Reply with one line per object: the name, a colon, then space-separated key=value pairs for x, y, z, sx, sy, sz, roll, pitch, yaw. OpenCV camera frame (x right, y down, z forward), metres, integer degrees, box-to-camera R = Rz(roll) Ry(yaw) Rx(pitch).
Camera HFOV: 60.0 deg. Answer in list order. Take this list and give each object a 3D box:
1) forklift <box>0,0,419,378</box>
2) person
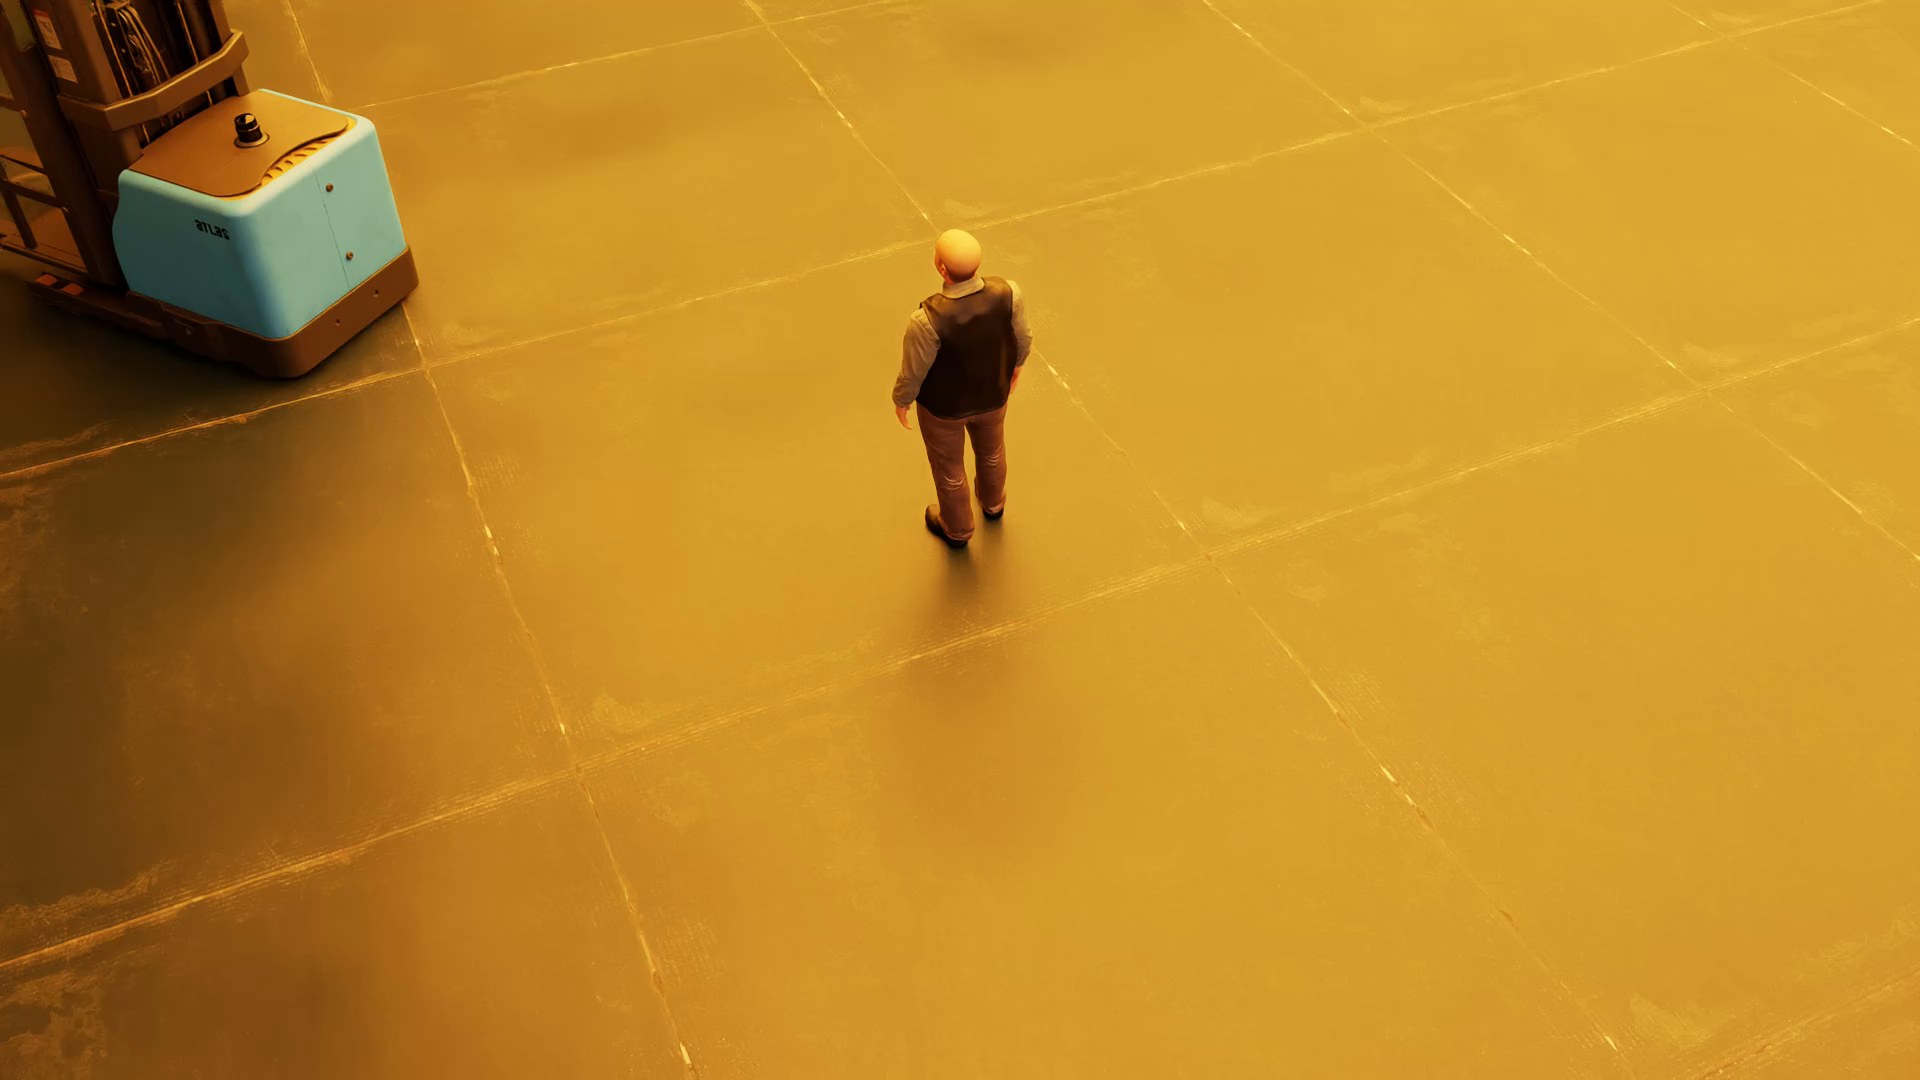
forklift: x=-4.563 y=-2.615 z=8.482 sx=3.031 sy=2.935 sz=1.130 roll=19 pitch=46 yaw=19
person: x=-0.019 y=-0.675 z=7.279 sx=0.632 sy=1.720 sz=0.568 roll=-18 pitch=46 yaw=-18
